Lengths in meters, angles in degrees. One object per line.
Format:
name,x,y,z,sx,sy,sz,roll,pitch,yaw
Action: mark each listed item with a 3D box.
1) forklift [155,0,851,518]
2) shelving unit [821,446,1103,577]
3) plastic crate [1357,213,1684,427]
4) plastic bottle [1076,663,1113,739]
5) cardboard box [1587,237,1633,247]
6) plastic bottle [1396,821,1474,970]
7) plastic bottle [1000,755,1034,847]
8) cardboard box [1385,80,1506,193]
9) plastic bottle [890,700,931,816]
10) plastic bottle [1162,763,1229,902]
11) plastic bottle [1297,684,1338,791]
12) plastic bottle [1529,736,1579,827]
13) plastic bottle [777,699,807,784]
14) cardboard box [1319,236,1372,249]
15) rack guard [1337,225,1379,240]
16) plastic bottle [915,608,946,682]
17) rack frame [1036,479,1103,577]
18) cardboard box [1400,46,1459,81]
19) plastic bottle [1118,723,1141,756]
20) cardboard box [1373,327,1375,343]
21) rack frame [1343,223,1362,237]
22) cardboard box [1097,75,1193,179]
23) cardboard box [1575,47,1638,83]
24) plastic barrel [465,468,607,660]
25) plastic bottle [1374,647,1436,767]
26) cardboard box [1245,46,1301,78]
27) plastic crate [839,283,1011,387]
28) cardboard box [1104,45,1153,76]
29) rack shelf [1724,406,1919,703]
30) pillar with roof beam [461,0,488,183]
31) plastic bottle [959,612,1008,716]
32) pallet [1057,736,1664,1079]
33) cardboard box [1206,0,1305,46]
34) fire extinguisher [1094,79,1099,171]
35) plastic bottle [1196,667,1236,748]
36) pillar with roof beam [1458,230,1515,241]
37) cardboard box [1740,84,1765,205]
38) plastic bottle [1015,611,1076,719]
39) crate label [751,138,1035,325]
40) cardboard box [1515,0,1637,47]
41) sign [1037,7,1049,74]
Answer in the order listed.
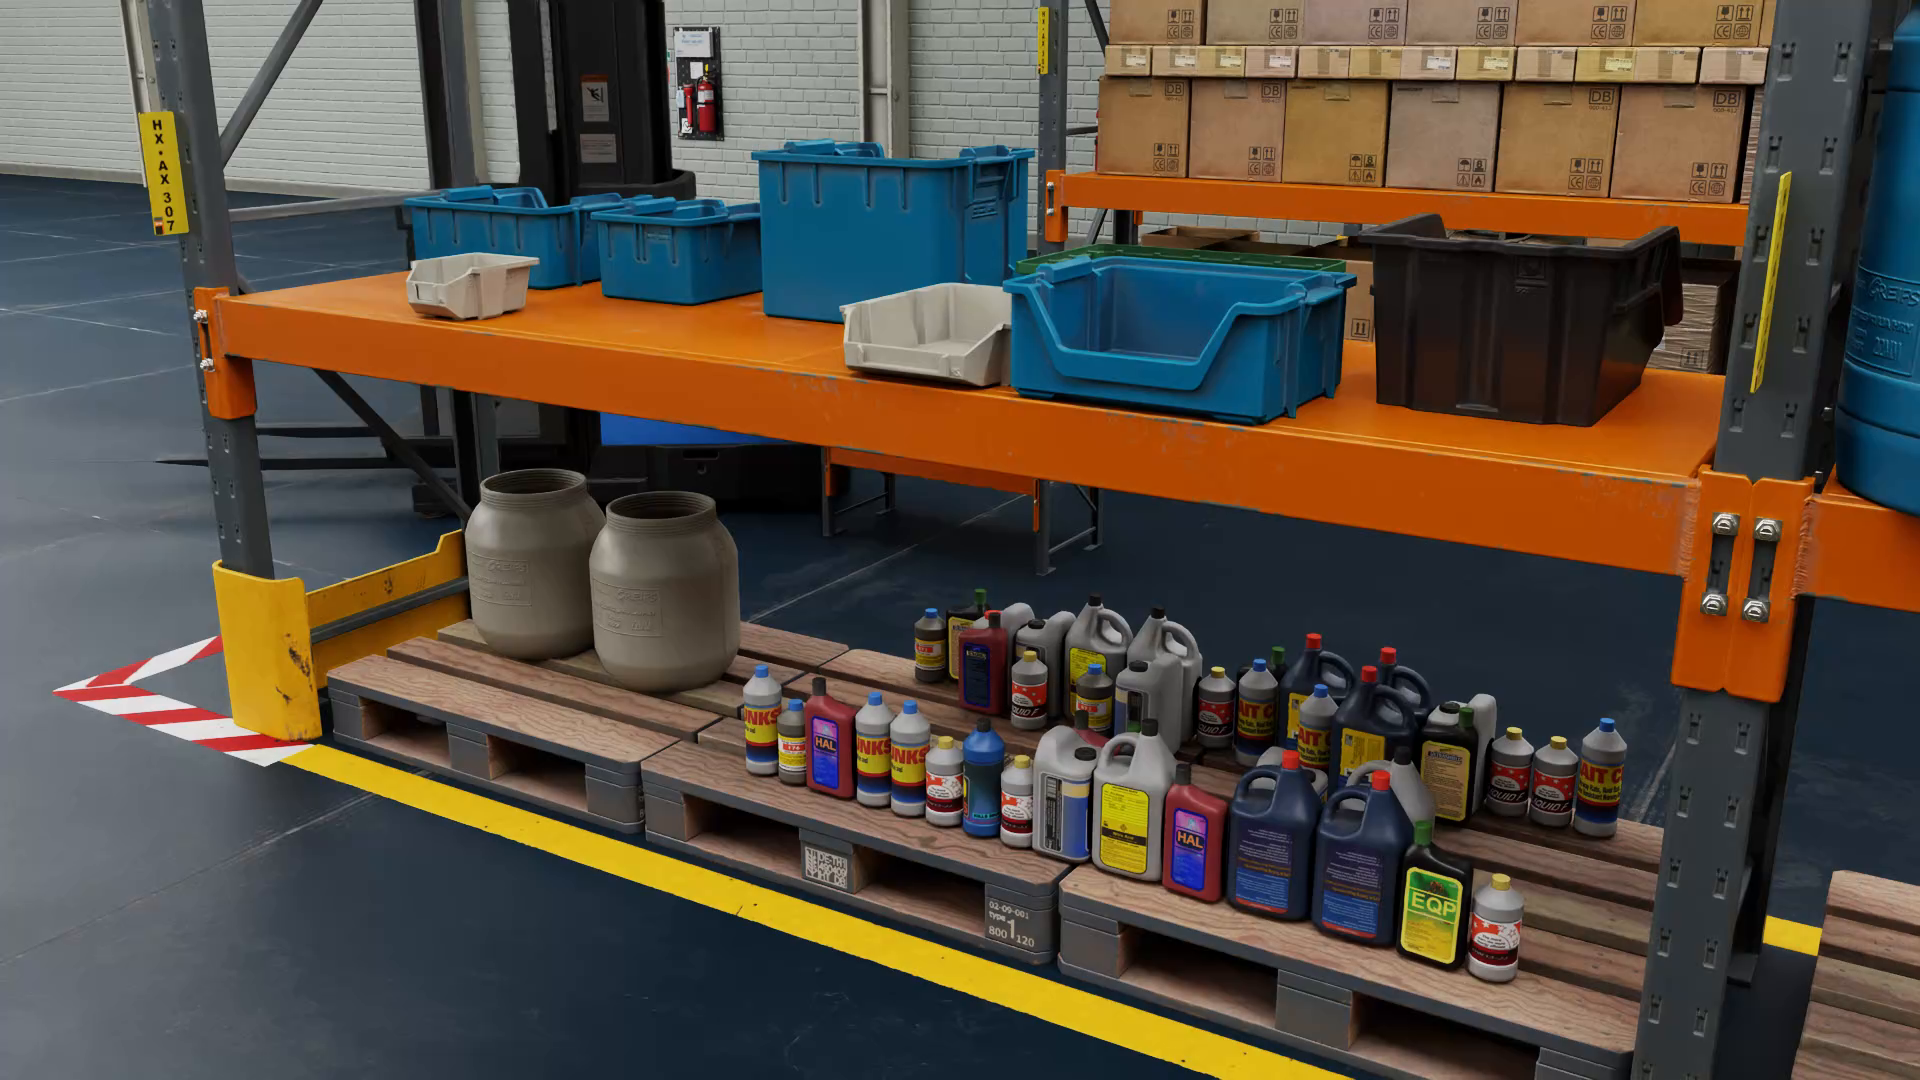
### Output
forklift,-2.020,-1.654,7.284,3.031,2.935,1.130,-1,17,-3
shelving unit,0.006,-0.537,6.714,1.048,1.125,0.538,10,20,30
plastic crate,1.152,-0.474,3.389,0.504,0.338,0.767,10,20,30
plastic bottle,0.353,0.425,4.379,0.097,0.201,0.097,0,17,0
cardboard box,4.935,-2.131,12.280,0.500,0.500,0.700,9,19,27
plastic bottle,0.949,0.705,3.317,0.133,0.283,0.061,11,20,33
plastic bottle,0.142,0.594,3.823,0.097,0.201,0.097,0,17,0
cardboard box,2.430,-1.966,8.022,0.500,0.500,0.700,11,20,32
plastic bottle,-0.118,0.514,3.966,0.097,0.271,0.097,0,17,0
plastic bottle,0.508,0.626,3.576,0.133,0.283,0.061,12,20,34
plastic bottle,0.874,0.484,4.063,0.097,0.271,0.097,0,17,0
plastic bottle,1.403,0.563,3.925,0.097,0.201,0.097,0,17,0
plastic bottle,-0.407,0.496,4.146,0.097,0.201,0.097,0,17,0
cardboard box,2.191,-1.315,8.769,0.500,0.500,0.500,10,20,30
rack guard,3.373,-2.247,13.420,0.348,0.500,1.175,10,20,30
plastic bottle,-0.083,0.298,4.797,0.097,0.201,0.097,0,17,0
rack frame,0.439,-0.460,6.460,0.032,1.125,0.500,10,20,30
cardboard box,2.250,-2.239,7.802,0.250,0.149,0.380,10,20,31
plastic bottle,0.425,0.562,3.787,0.133,0.283,0.061,10,20,30
cardboard box,2.336,-1.106,8.080,0.500,0.500,0.500,10,20,30
rack frame,3.308,-3.455,13.095,0.127,3.000,1.000,10,20,30
cardboard box,1.110,-2.201,8.795,0.500,0.500,0.700,10,20,30
cardboard box,2.917,-2.121,7.414,0.250,0.149,0.380,10,20,30
plastic barrel,-1.276,0.069,5.050,0.421,0.512,0.421,0,17,0
plastic bottle,1.061,0.438,4.078,0.185,0.351,0.144,11,20,32
cardboard box,1.592,-2.356,8.189,0.250,0.149,0.380,10,19,29
plastic crate,0.015,-0.451,3.659,0.437,0.136,0.530,10,20,30
cardboard box,0.940,-2.473,8.573,0.250,0.149,0.380,10,20,30
rack shelf,3.236,0.255,2.117,4.000,0.370,1.077,10,20,30
pillar with roof beam,-8.121,-7.192,15.076,0.400,9.000,9.100,10,20,30
plastic bottle,0.063,0.330,4.550,0.133,0.283,0.061,10,20,30
pallet,0.981,0.829,3.790,1.213,0.211,1.003,10,20,30
cardboard box,1.606,-2.735,8.321,0.500,0.500,0.700,10,19,29
fire extinguisher,0.861,-2.324,9.503,0.183,0.674,0.296,10,20,30
plastic bottle,0.671,0.432,4.355,0.097,0.201,0.097,0,17,0
pillar with roof beam,2.104,-5.367,9.067,0.400,9.000,9.100,10,20,30
cardboard box,3.746,-1.733,7.253,0.500,0.500,0.700,10,19,29
plastic bottle,0.236,0.328,4.569,0.135,0.276,0.152,10,19,29
crate label,-0.167,-0.805,4.311,0.616,0.435,0.502,10,20,30
cardboard box,2.888,-2.507,7.568,0.500,0.500,0.700,10,20,30
sign,0.423,-2.543,8.467,0.005,0.325,0.100,10,20,30
